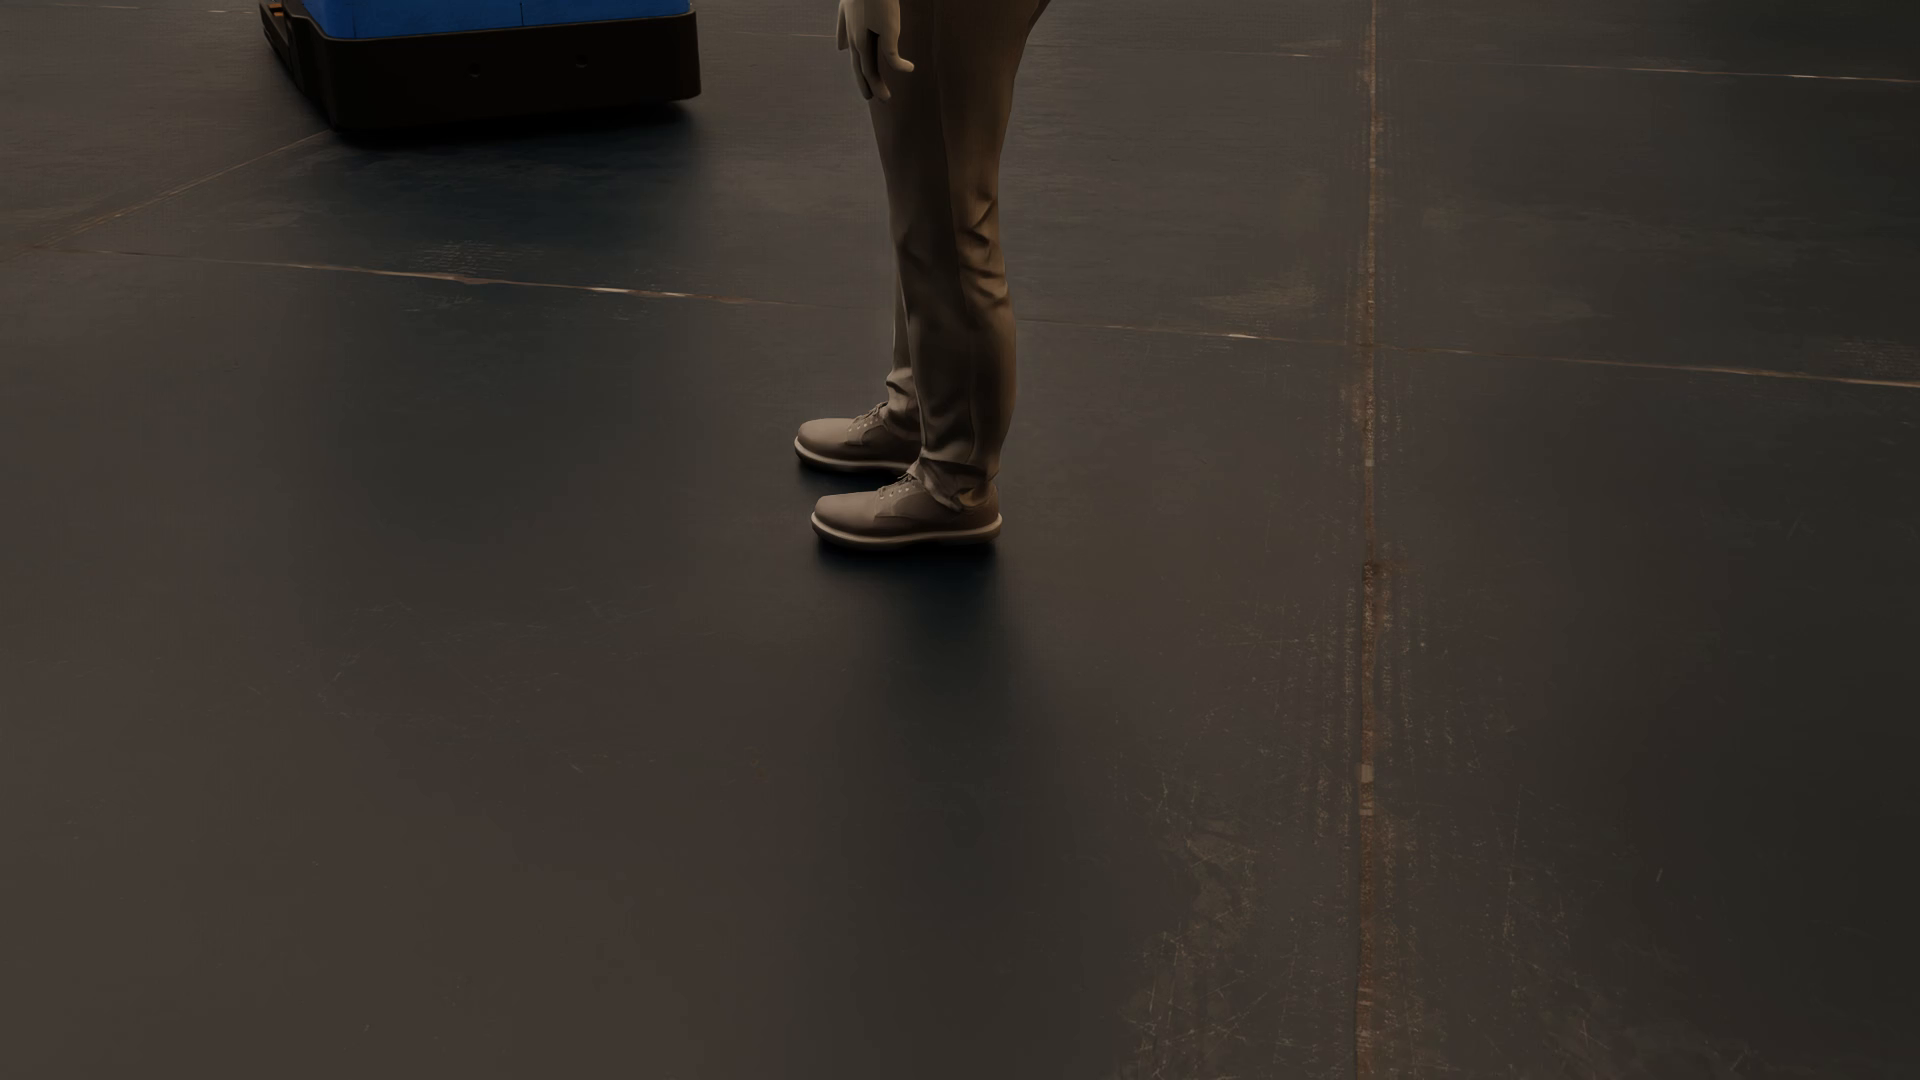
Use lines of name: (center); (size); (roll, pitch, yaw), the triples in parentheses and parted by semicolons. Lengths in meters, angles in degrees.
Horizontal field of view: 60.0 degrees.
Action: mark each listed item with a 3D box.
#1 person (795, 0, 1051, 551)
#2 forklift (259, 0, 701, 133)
person: (-0.066, -0.773, 2.135); (0.530, 1.694, 0.586); (6, 27, 11)
forklift: (-1.874, -3.075, 5.342); (1.130, 2.935, 3.031); (-12, 29, -23)
